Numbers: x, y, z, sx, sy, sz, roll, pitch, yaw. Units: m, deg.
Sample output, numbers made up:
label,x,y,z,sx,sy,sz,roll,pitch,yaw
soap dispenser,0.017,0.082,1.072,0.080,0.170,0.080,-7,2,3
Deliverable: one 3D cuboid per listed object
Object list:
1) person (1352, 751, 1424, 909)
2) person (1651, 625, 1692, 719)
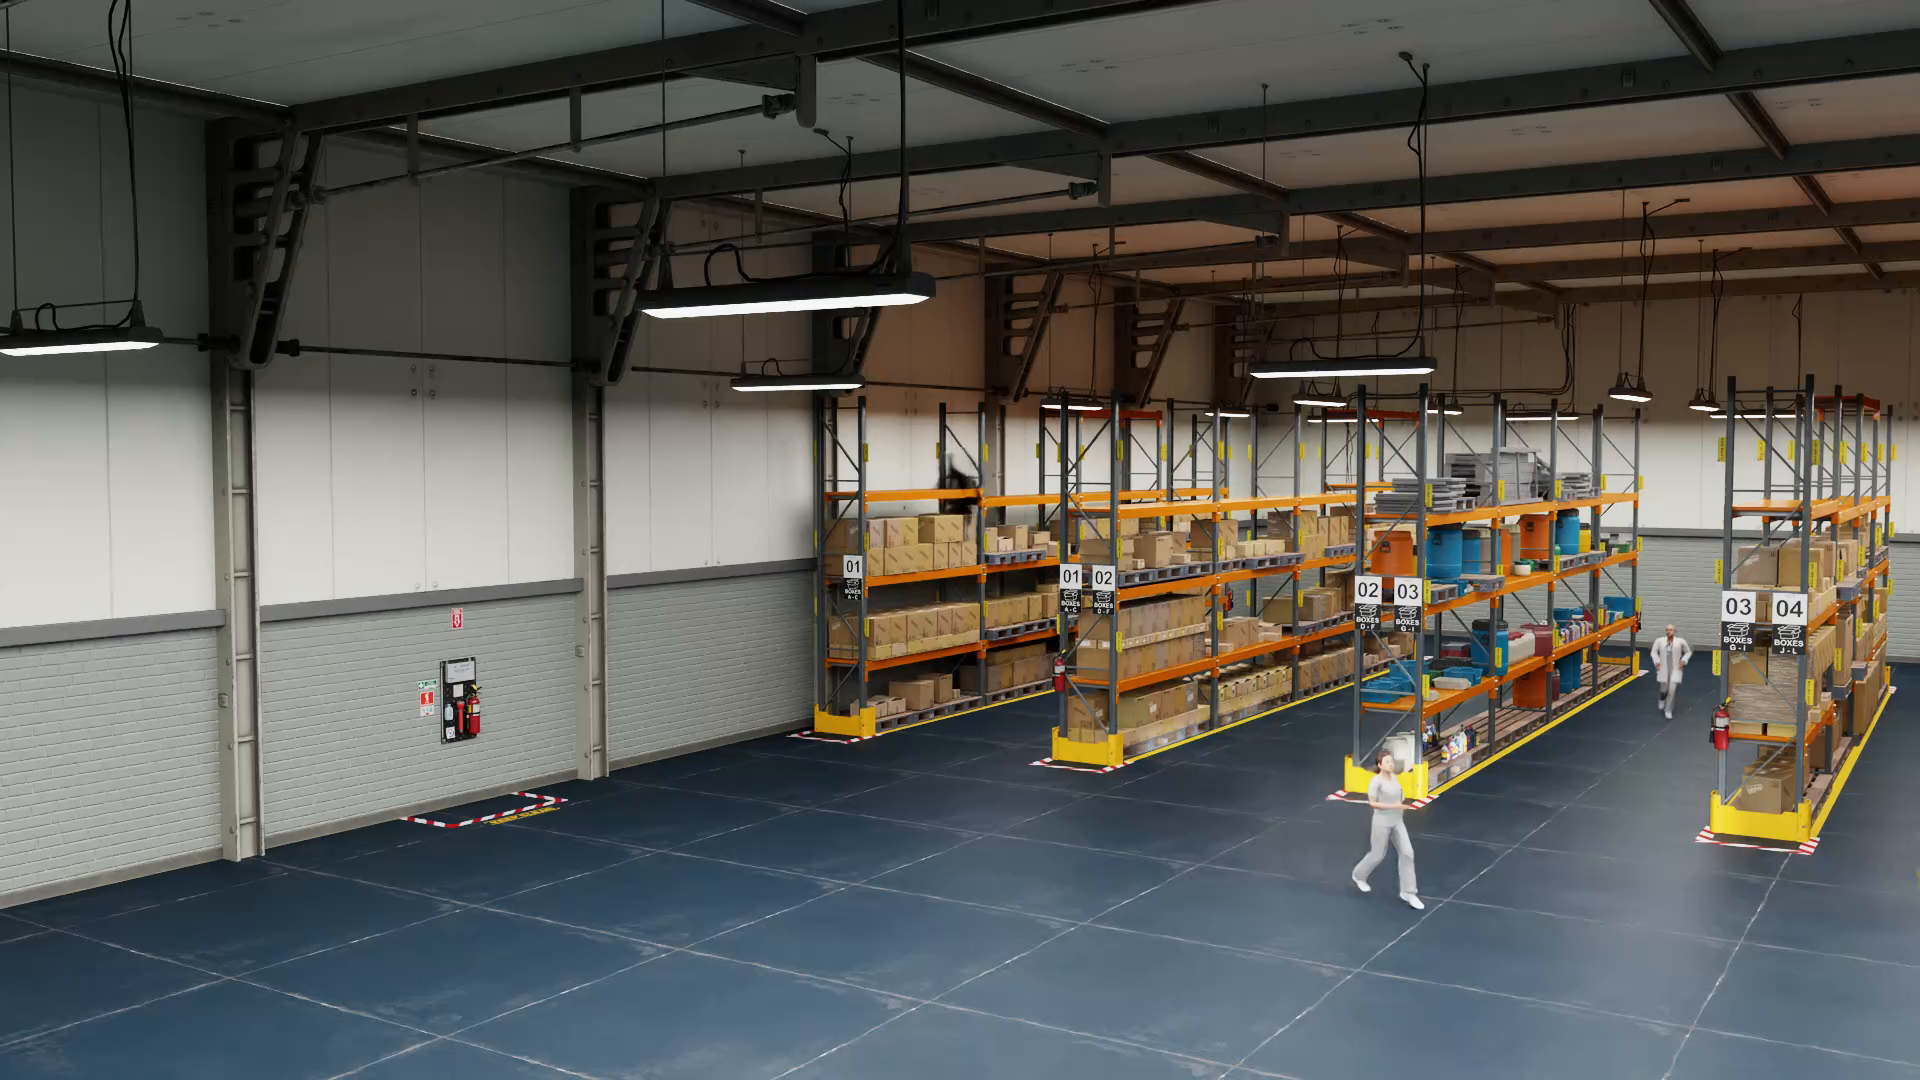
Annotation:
label,x,y,z,sx,sy,sz,roll,pitch,yaw
person,4.779,3.189,18.550,0.573,1.674,0.956,-2,3,-30
person,13.503,2.481,31.588,0.704,1.758,0.735,2,3,28
